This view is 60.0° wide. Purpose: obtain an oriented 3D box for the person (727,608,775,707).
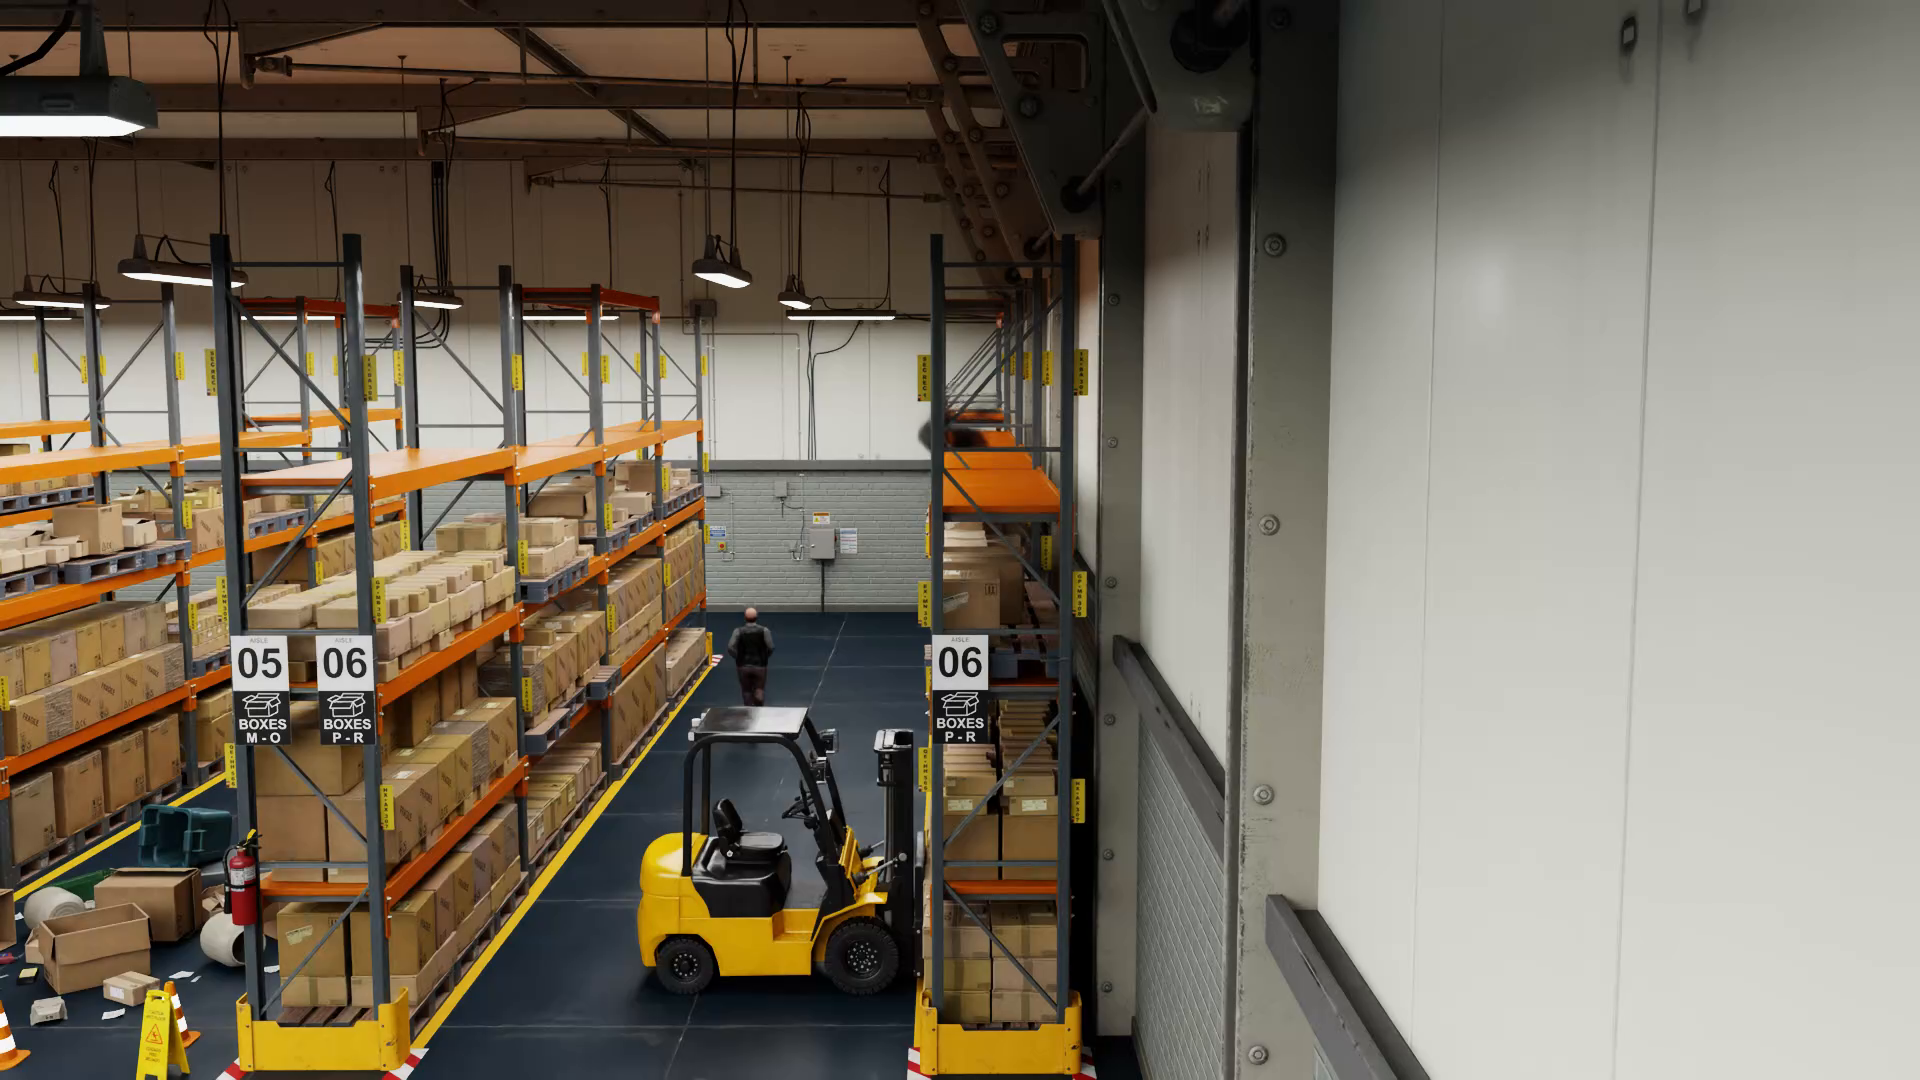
[{"bbox_3d":[-2.909,1.777,23.187,0.659,1.681,0.664,-1,6,-8],"label":"person"}]
